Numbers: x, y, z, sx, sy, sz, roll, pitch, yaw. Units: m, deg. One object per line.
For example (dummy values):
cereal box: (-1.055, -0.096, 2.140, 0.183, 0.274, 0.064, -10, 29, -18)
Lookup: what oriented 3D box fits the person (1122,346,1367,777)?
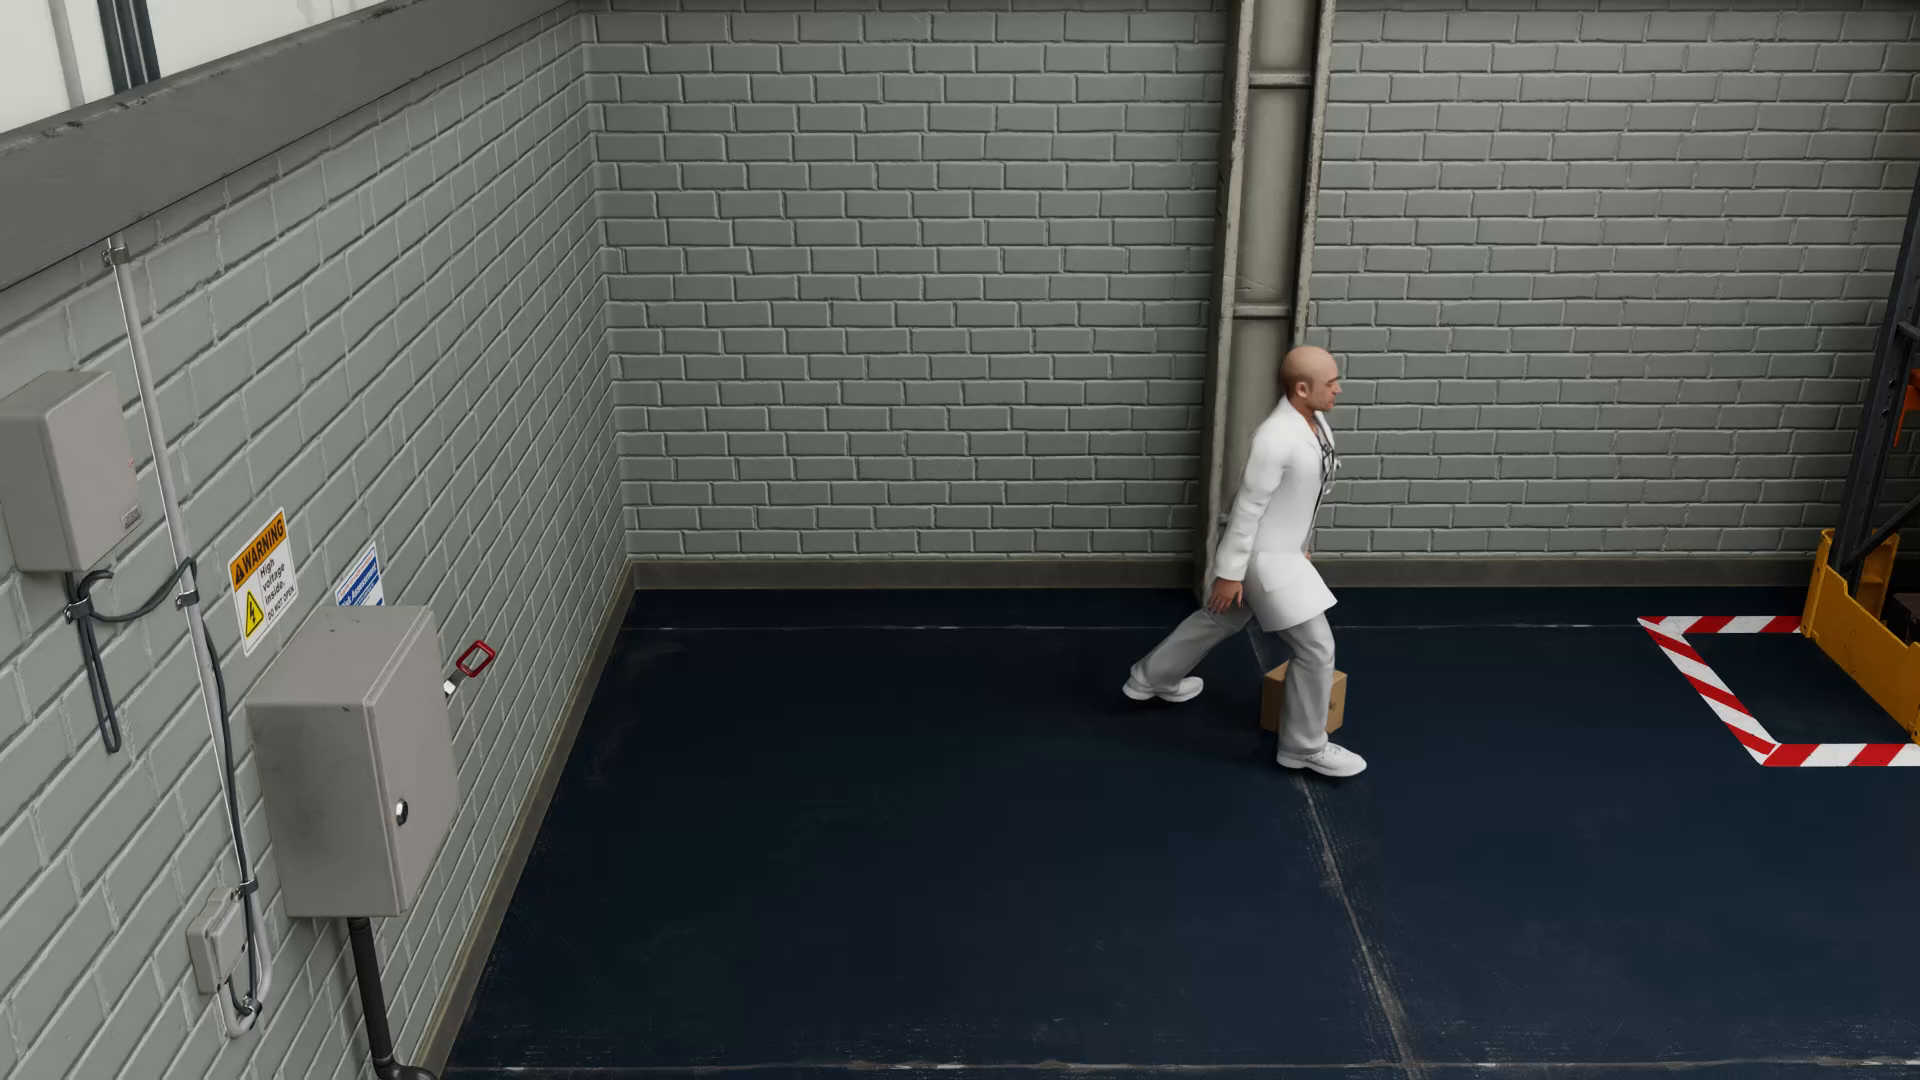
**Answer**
person: (1.180, 0.041, 6.559, 1.033, 1.714, 0.623, 9, 25, 19)
